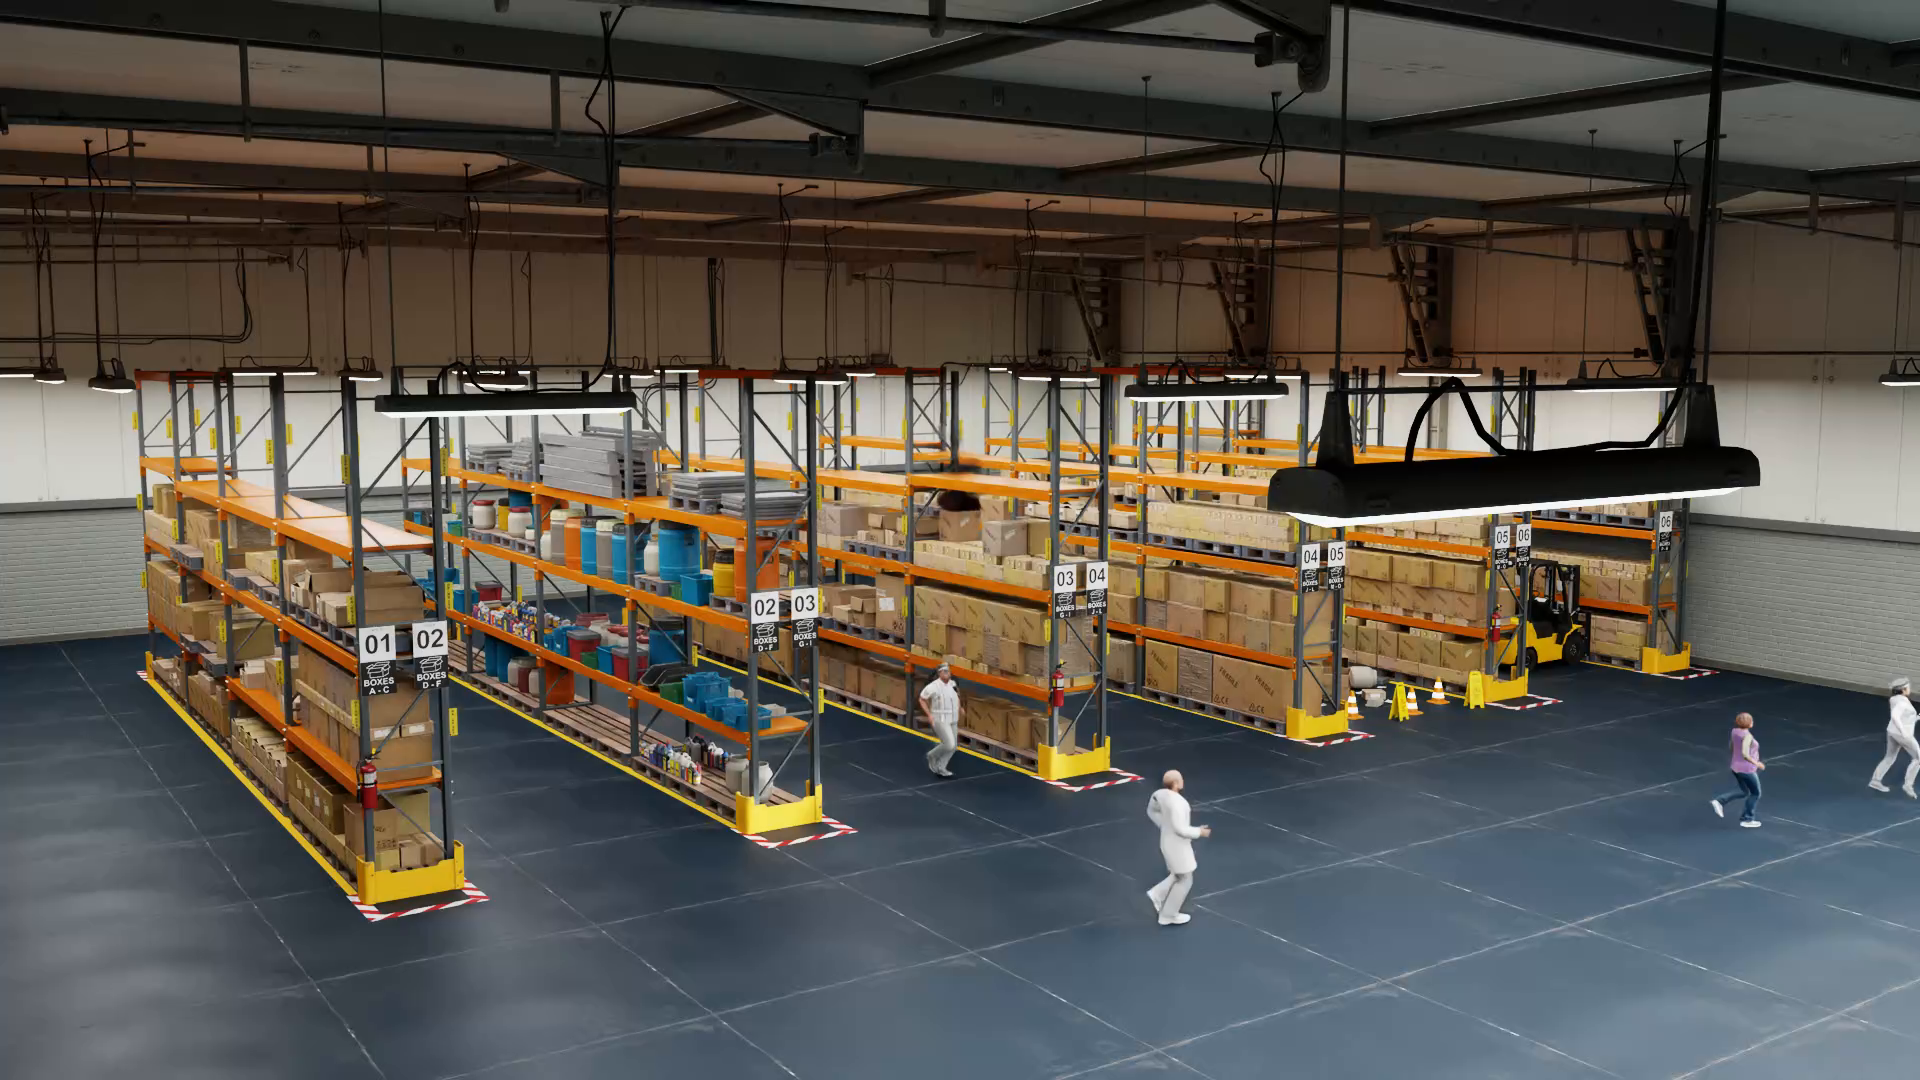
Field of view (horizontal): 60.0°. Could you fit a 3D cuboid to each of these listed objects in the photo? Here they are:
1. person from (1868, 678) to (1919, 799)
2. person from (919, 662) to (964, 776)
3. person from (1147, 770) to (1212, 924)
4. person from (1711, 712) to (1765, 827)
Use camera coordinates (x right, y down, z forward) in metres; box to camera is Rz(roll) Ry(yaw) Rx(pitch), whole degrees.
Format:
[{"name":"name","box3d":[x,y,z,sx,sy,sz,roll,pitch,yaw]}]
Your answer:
[{"name":"person","box3d":[13.399,2.830,23.700,0.732,1.738,0.576,0,6,1]},{"name":"person","box3d":[-0.194,2.672,24.772,0.664,1.734,0.590,-6,9,-43]},{"name":"person","box3d":[2.419,3.389,18.424,0.651,1.729,0.703,-2,7,-14]},{"name":"person","box3d":[10.399,3.064,22.156,0.637,1.551,0.540,0,6,-1]}]
